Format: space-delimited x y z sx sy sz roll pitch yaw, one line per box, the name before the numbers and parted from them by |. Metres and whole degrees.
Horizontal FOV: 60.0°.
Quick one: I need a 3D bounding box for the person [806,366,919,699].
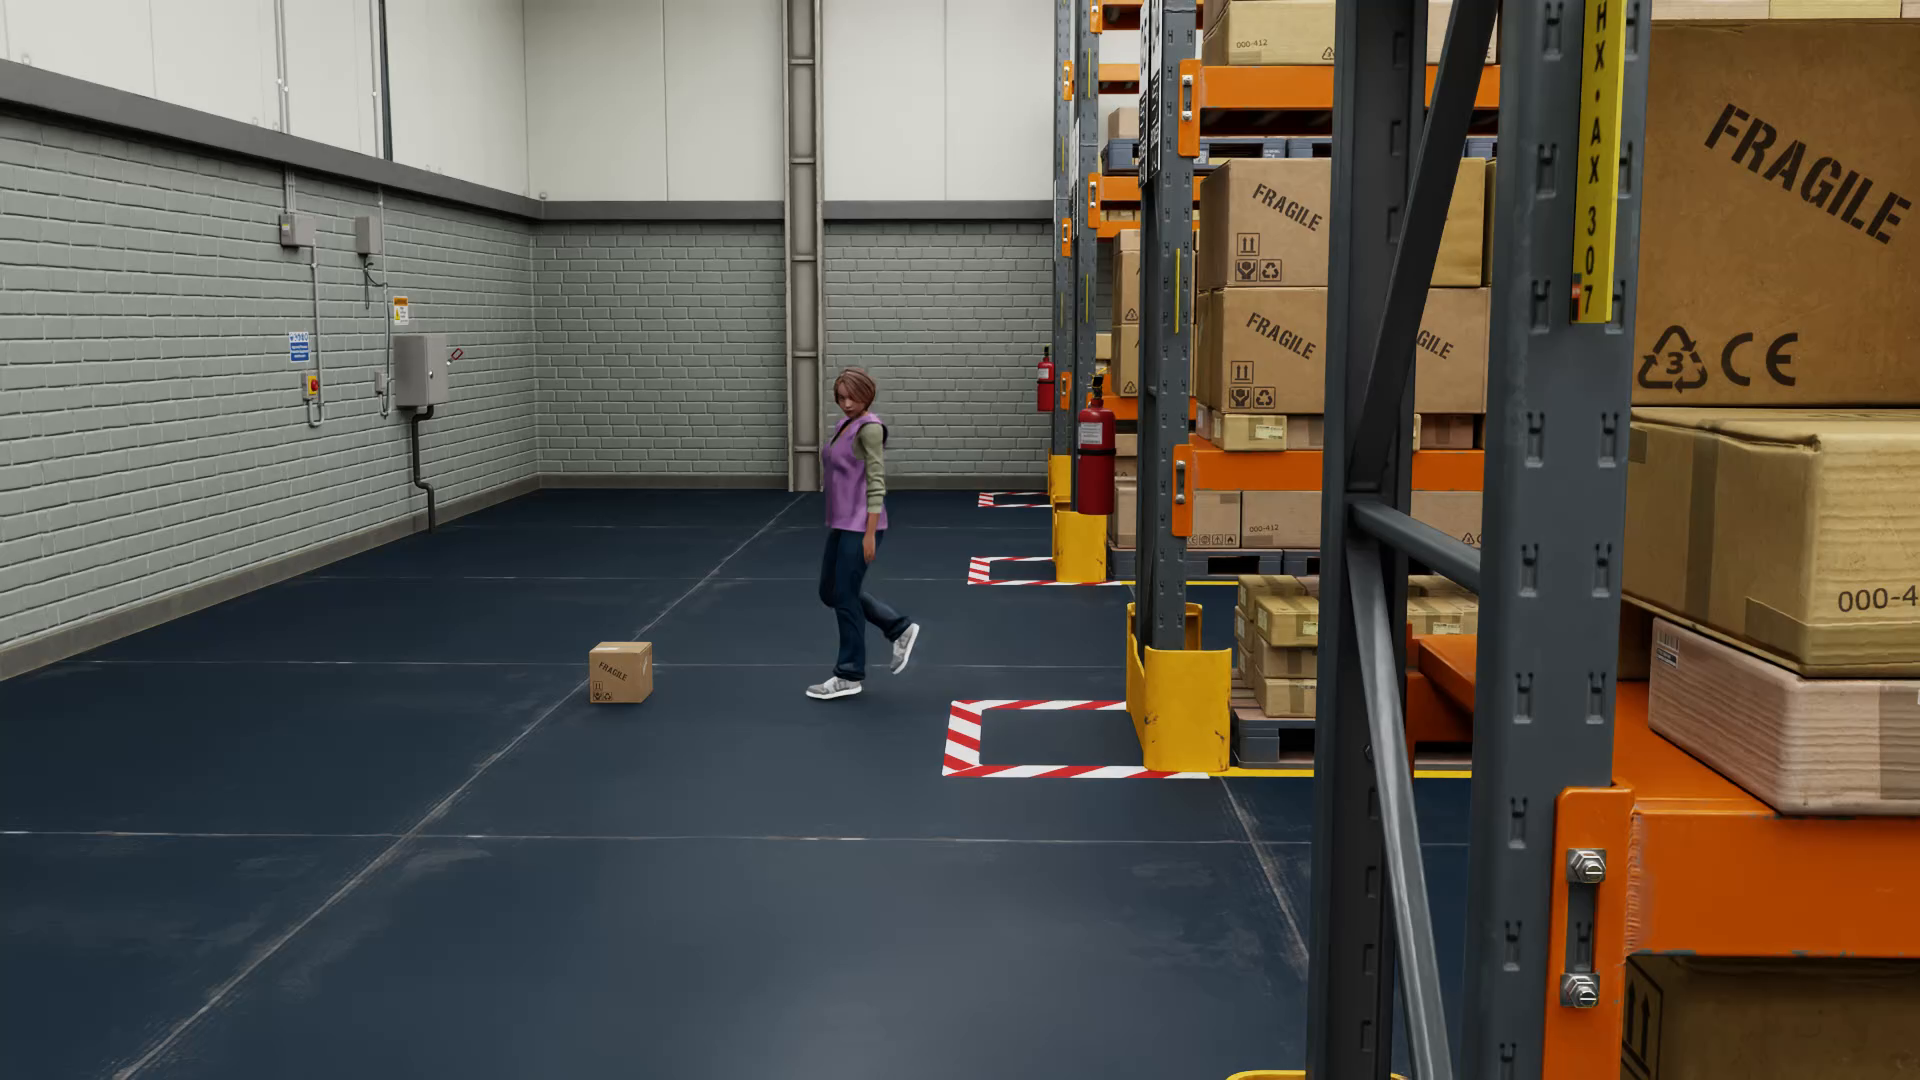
person | -0.464 -0.033 8.028 0.589 1.589 0.427 -2 8 -17
